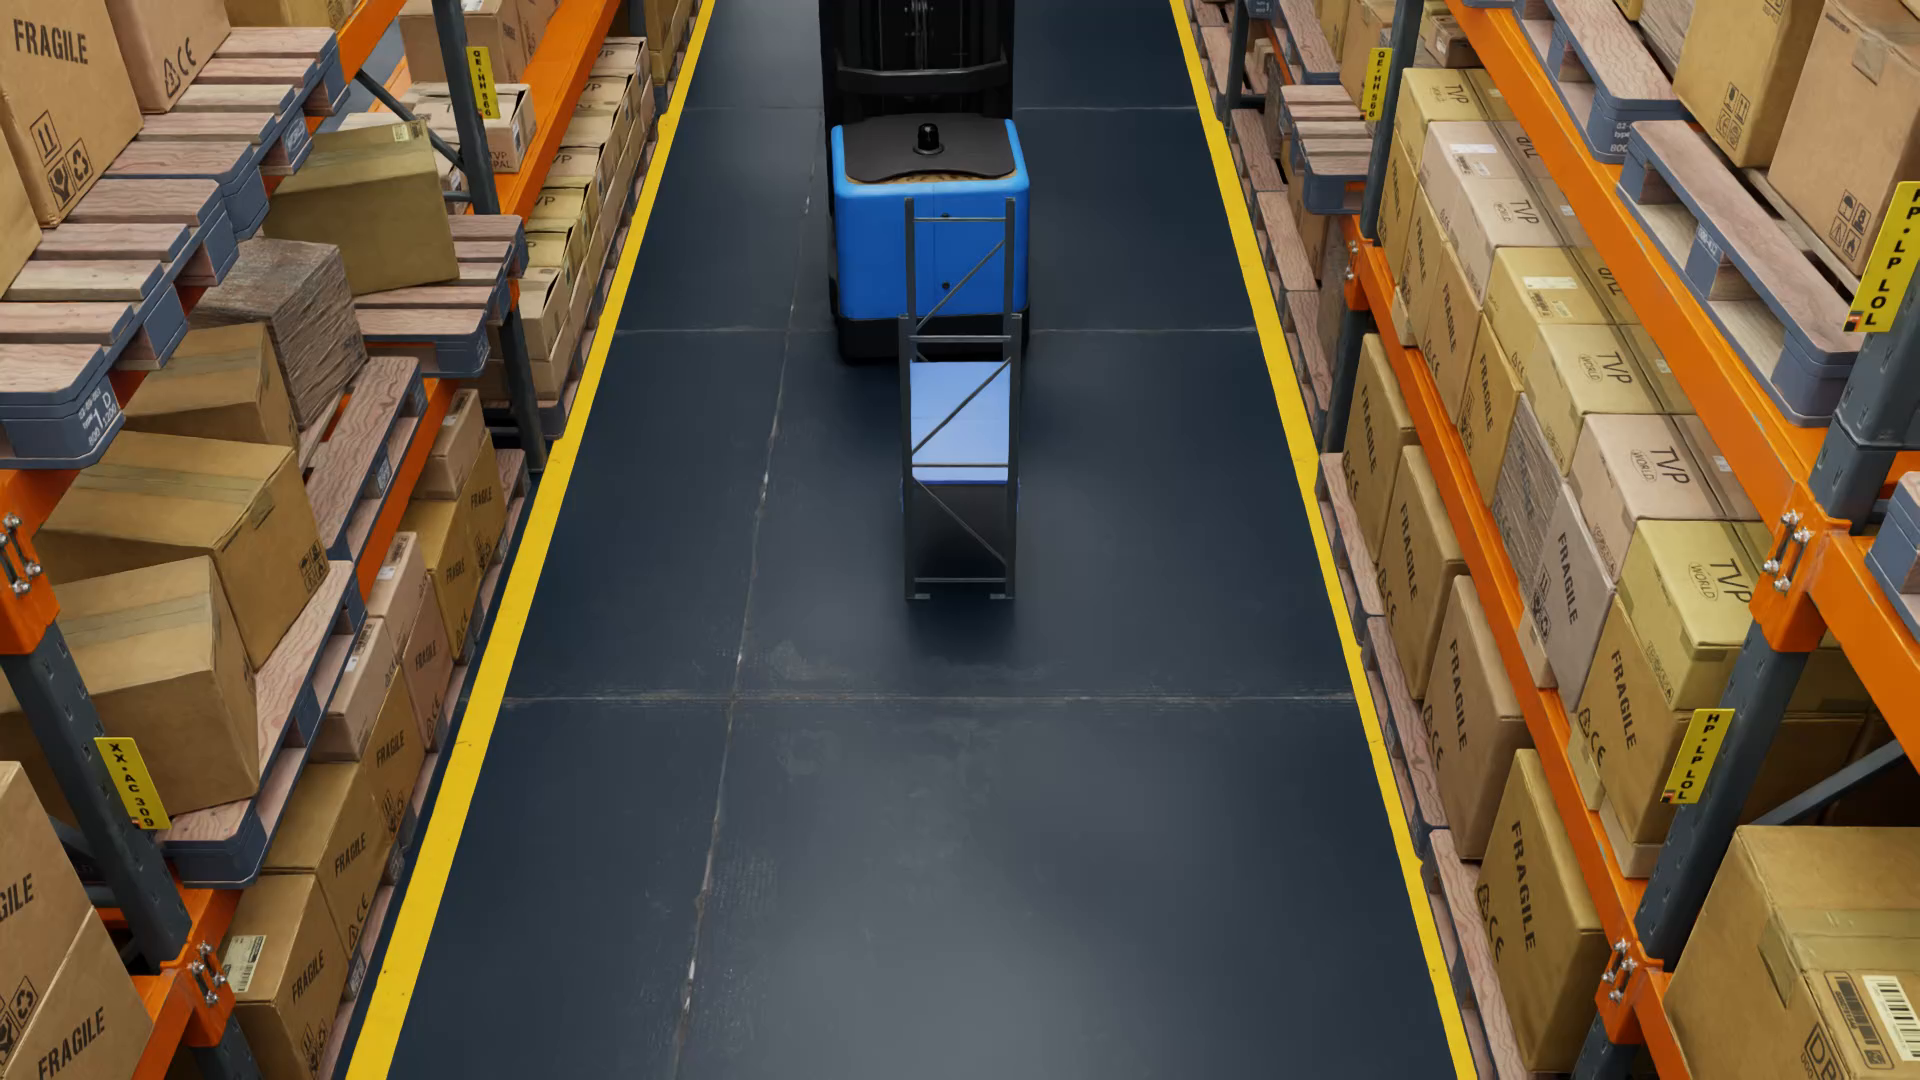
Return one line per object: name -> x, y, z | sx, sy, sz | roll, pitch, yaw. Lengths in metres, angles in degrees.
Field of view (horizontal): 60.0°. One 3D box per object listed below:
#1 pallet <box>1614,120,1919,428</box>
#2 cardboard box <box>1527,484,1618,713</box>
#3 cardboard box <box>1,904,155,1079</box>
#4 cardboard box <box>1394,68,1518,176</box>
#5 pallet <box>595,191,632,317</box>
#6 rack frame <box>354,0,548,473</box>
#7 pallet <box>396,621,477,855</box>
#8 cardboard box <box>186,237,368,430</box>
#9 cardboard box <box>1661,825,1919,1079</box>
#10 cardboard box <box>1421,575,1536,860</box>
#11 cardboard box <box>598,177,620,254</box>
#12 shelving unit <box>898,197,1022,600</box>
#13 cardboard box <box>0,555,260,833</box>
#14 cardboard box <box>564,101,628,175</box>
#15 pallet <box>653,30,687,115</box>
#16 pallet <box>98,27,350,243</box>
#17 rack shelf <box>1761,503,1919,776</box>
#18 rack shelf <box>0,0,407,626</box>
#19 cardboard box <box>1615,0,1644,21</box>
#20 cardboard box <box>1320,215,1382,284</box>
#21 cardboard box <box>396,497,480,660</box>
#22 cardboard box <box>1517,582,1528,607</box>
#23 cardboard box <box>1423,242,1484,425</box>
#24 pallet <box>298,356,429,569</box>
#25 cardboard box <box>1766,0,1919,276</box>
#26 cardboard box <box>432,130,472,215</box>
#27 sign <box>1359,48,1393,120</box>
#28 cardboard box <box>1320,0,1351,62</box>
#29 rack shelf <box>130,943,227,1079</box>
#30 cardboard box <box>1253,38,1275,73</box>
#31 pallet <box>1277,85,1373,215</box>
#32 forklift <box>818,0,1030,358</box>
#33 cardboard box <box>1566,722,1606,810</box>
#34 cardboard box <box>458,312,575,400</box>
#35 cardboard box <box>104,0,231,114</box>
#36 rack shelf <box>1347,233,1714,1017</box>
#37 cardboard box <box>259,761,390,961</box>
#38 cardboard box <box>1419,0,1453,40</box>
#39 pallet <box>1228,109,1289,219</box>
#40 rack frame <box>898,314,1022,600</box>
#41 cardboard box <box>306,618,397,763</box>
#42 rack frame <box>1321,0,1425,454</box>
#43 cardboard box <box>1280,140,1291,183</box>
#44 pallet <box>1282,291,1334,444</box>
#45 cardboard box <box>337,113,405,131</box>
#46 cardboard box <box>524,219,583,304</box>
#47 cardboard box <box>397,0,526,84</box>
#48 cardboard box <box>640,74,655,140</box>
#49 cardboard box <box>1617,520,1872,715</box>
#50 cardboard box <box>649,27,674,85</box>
pallet -> 2.299, -0.723, 4.253 | 0.805, 0.209, 1.217 | -1, 39, -2
cardboard box -> 2.086, 0.176, 5.044 | 0.500, 0.500, 0.500 | 0, 39, 0
cardboard box -> -2.347, 1.226, 3.988 | 0.500, 0.500, 0.500 | 1, 39, 1
cardboard box -> 2.087, -1.709, 6.795 | 0.500, 0.250, 0.500 | 1, 39, 1
pallet -> -2.570, -1.737, 9.994 | 1.003, 0.211, 1.213 | 0, 39, 0
rack frame -> -2.609, -1.549, 7.530 | 1.000, 3.000, 0.127 | 0, 39, 0
pallet -> -2.648, 0.767, 6.870 | 1.003, 0.211, 1.213 | 0, 39, 0
cardboard box -> -2.686, -0.786, 6.162 | 0.700, 0.500, 0.500 | 7, 39, 8
cardboard box -> 2.333, 1.168, 3.899 | 0.980, 0.700, 0.700 | 1, 39, 1
cardboard box -> 2.214, 0.659, 6.158 | 0.750, 0.750, 0.750 | 1, 39, 1
cardboard box -> -2.324, -1.928, 9.866 | 0.500, 0.250, 0.500 | 1, 39, 1
shelving unit -> 0.000, -0.639, 7.593 | 0.538, 1.500, 1.048 | 0, 39, 0
cardboard box -> -2.381, 0.453, 4.616 | 0.700, 0.500, 0.500 | -13, 40, -15
cardboard box -> -2.321, -2.470, 10.093 | 0.500, 0.311, 0.500 | 0, 39, 0
pallet -> -2.573, -3.460, 12.144 | 1.003, 0.211, 1.213 | 0, 39, 0
pallet -> -2.539, -1.201, 4.848 | 1.213, 0.211, 1.003 | 0, 39, 0
rack shelf -> 2.351, 1.307, 2.142 | 1.077, 0.370, 4.000 | 0, 39, 0
rack shelf -> -2.607, -1.188, 5.256 | 1.077, 0.370, 4.000 | 0, 39, 0
cardboard box -> 2.443, -1.956, 5.207 | 0.700, 0.500, 0.500 | 2, 39, 2
cardboard box -> 2.407, -1.524, 9.145 | 0.700, 0.500, 0.500 | 0, 39, 0
cardboard box -> -2.373, 0.163, 7.041 | 0.500, 0.500, 0.500 | -1, 39, -2
cardboard box -> 2.094, 0.187, 5.548 | 0.380, 0.149, 0.250 | 0, 39, 0
cardboard box -> 2.080, -0.776, 6.232 | 0.500, 0.500, 0.500 | 0, 39, 0
pallet -> -2.602, -0.258, 6.073 | 1.003, 0.211, 1.213 | 0, 39, 0
cardboard box -> 2.458, -0.985, 3.996 | 0.700, 0.500, 0.500 | -2, 39, -3
cardboard box -> -2.566, -1.742, 7.842 | 0.500, 0.311, 0.500 | 2, 39, 3
sign -> 1.802, -1.970, 7.192 | 0.100, 0.325, 0.005 | 0, 39, 0
cardboard box -> 2.310, -2.839, 8.708 | 0.700, 0.500, 0.500 | 0, 39, 0
rack shelf -> -2.602, 2.484, 3.073 | 1.077, 0.370, 4.000 | 0, 39, 0
cardboard box -> 2.309, -3.457, 11.825 | 0.380, 0.166, 0.250 | -5, 39, -6
pallet -> 2.237, -1.926, 8.153 | 1.213, 0.211, 1.003 | 0, 39, 0
forklift -> -0.263, -3.053, 9.461 | 1.130, 2.935, 3.031 | -3, 39, -4
cardboard box -> 2.042, 0.667, 4.949 | 0.380, 0.149, 0.250 | 1, 39, 1
cardboard box -> -2.316, -0.968, 8.668 | 0.500, 0.250, 0.500 | 0, 39, 0
cardboard box -> -2.536, -1.609, 4.711 | 0.600, 0.600, 0.600 | -1, 39, -2
rack shelf -> 2.347, -0.024, 6.202 | 1.077, 0.370, 4.000 | 0, 39, 0
cardboard box -> -2.373, 1.120, 5.847 | 0.500, 0.500, 0.500 | 0, 39, 1
cardboard box -> 2.299, -2.436, 7.686 | 0.380, 0.149, 0.250 | -6, 39, -8
pallet -> 2.342, -2.482, 10.923 | 1.003, 0.211, 1.213 | 0, 39, 0
rack frame -> 0.000, -0.321, 7.196 | 0.500, 1.500, 0.032 | 0, 39, 0
cardboard box -> -2.363, 0.535, 5.976 | 0.500, 0.250, 0.500 | 0, 39, 0
rack frame -> 2.345, -1.555, 7.537 | 1.000, 3.000, 0.127 | 0, 39, 0
cardboard box -> 2.408, -2.469, 10.325 | 0.700, 0.500, 0.500 | -1, 39, -1
pallet -> 2.345, -0.956, 9.019 | 1.003, 0.211, 1.213 | 0, 39, 0
cardboard box -> -2.886, -2.013, 8.310 | 0.380, 0.149, 0.250 | 0, 39, 0
cardboard box -> -2.325, -1.515, 8.902 | 0.500, 0.311, 0.500 | -1, 39, -1
cardboard box -> -2.627, -2.638, 8.808 | 0.500, 0.500, 0.500 | -2, 39, -2
cardboard box -> -2.323, -2.882, 11.057 | 0.500, 0.250, 0.500 | 0, 39, 0
cardboard box -> 2.093, 0.199, 4.415 | 0.500, 0.250, 0.500 | 1, 39, 1
cardboard box -> -2.311, -3.432, 11.742 | 0.500, 0.250, 0.500 | 0, 39, 0
